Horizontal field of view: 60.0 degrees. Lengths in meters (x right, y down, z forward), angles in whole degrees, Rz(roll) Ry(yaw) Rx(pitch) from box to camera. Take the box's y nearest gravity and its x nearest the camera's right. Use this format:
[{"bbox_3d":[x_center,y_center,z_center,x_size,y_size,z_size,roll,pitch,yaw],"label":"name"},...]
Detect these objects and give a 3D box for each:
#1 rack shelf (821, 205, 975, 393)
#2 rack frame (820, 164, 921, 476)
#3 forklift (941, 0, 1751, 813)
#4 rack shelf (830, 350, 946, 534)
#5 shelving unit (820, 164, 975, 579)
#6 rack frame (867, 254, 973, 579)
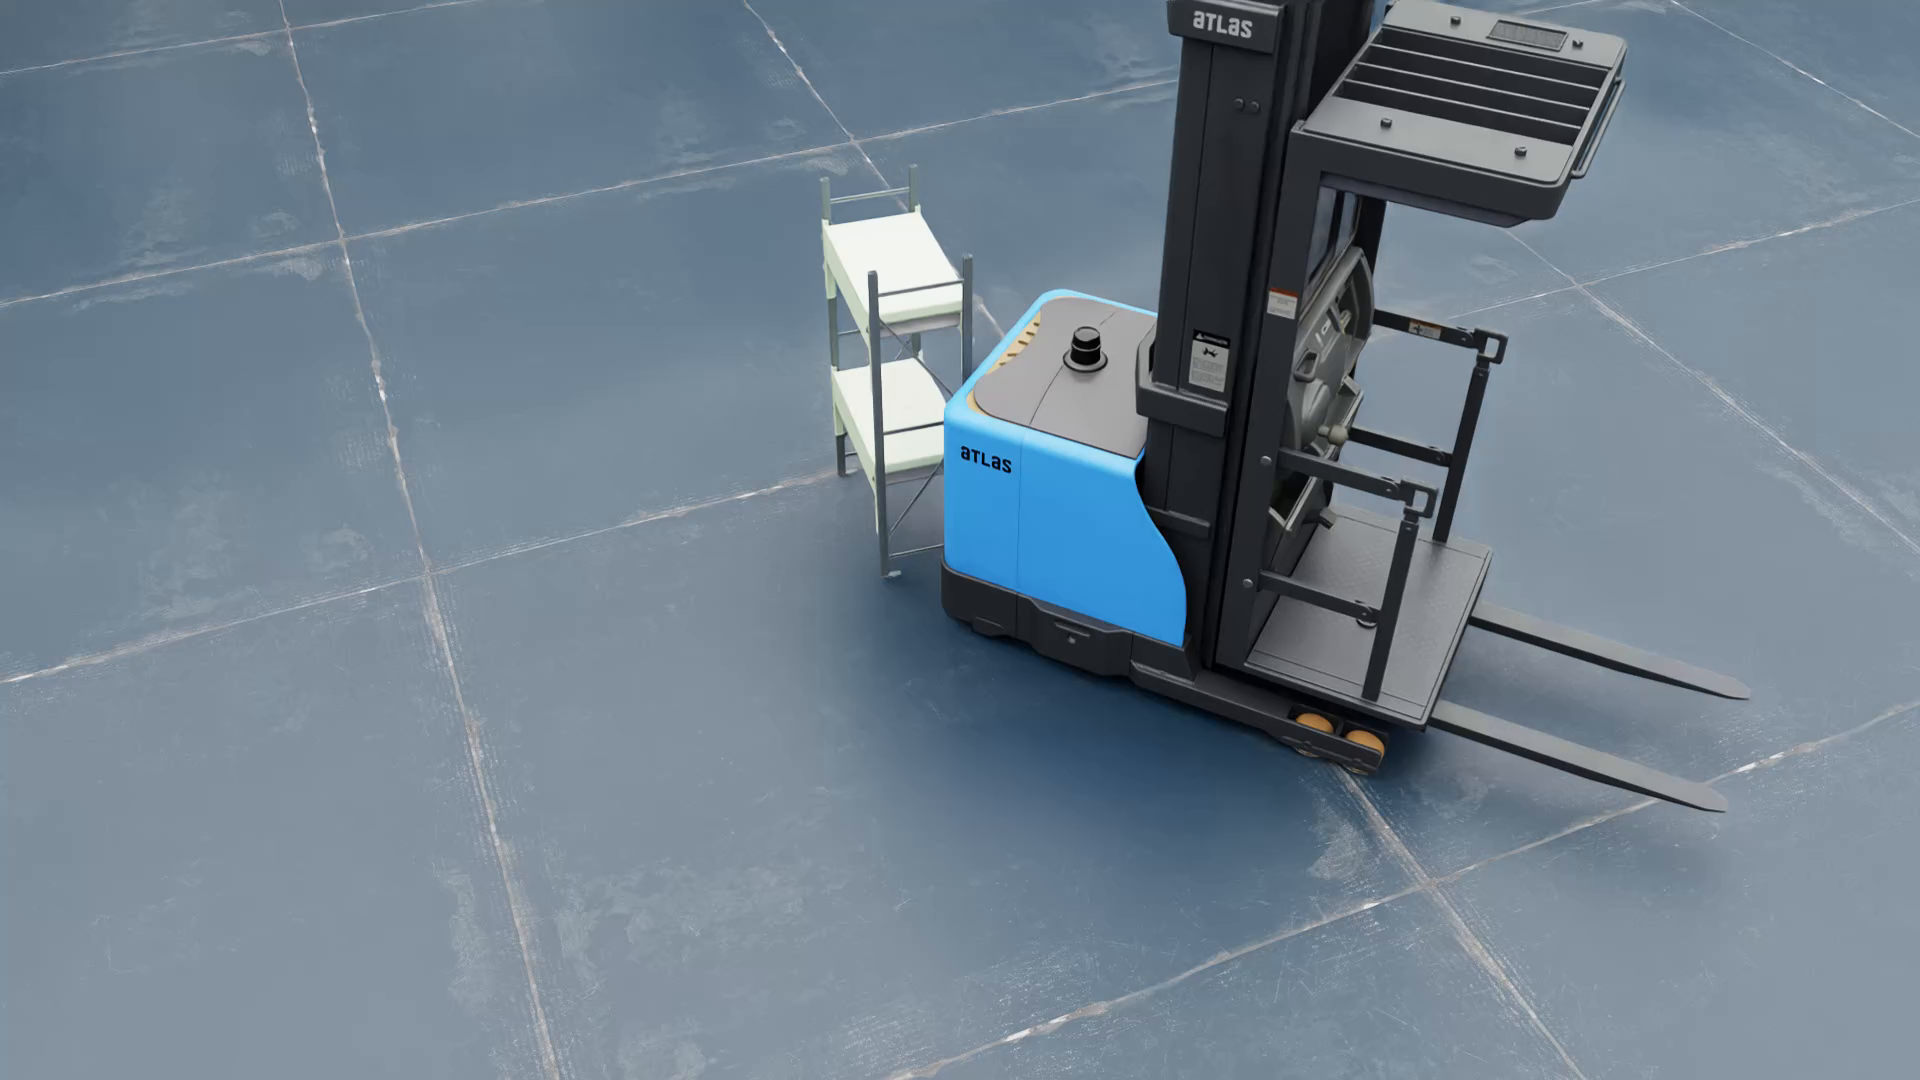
[{"bbox_3d":[-0.256,-0.973,6.632,0.431,0.370,0.720,-12,42,-13],"label":"rack shelf"},{"bbox_3d":[-0.365,-0.904,7.151,0.400,1.500,0.023,-12,42,-13],"label":"rack frame"},{"bbox_3d":[1.474,-0.632,5.737,3.031,2.935,1.130,18,44,20],"label":"forklift"},{"bbox_3d":[-0.256,-0.430,7.099,0.431,0.370,0.720,-12,42,-13],"label":"rack shelf"},{"bbox_3d":[-0.256,-0.677,6.887,0.431,1.500,0.755,-12,42,-13],"label":"shelving unit"},{"bbox_3d":[-0.146,-0.449,6.622,0.400,1.500,0.023,-12,42,-13],"label":"rack frame"}]
